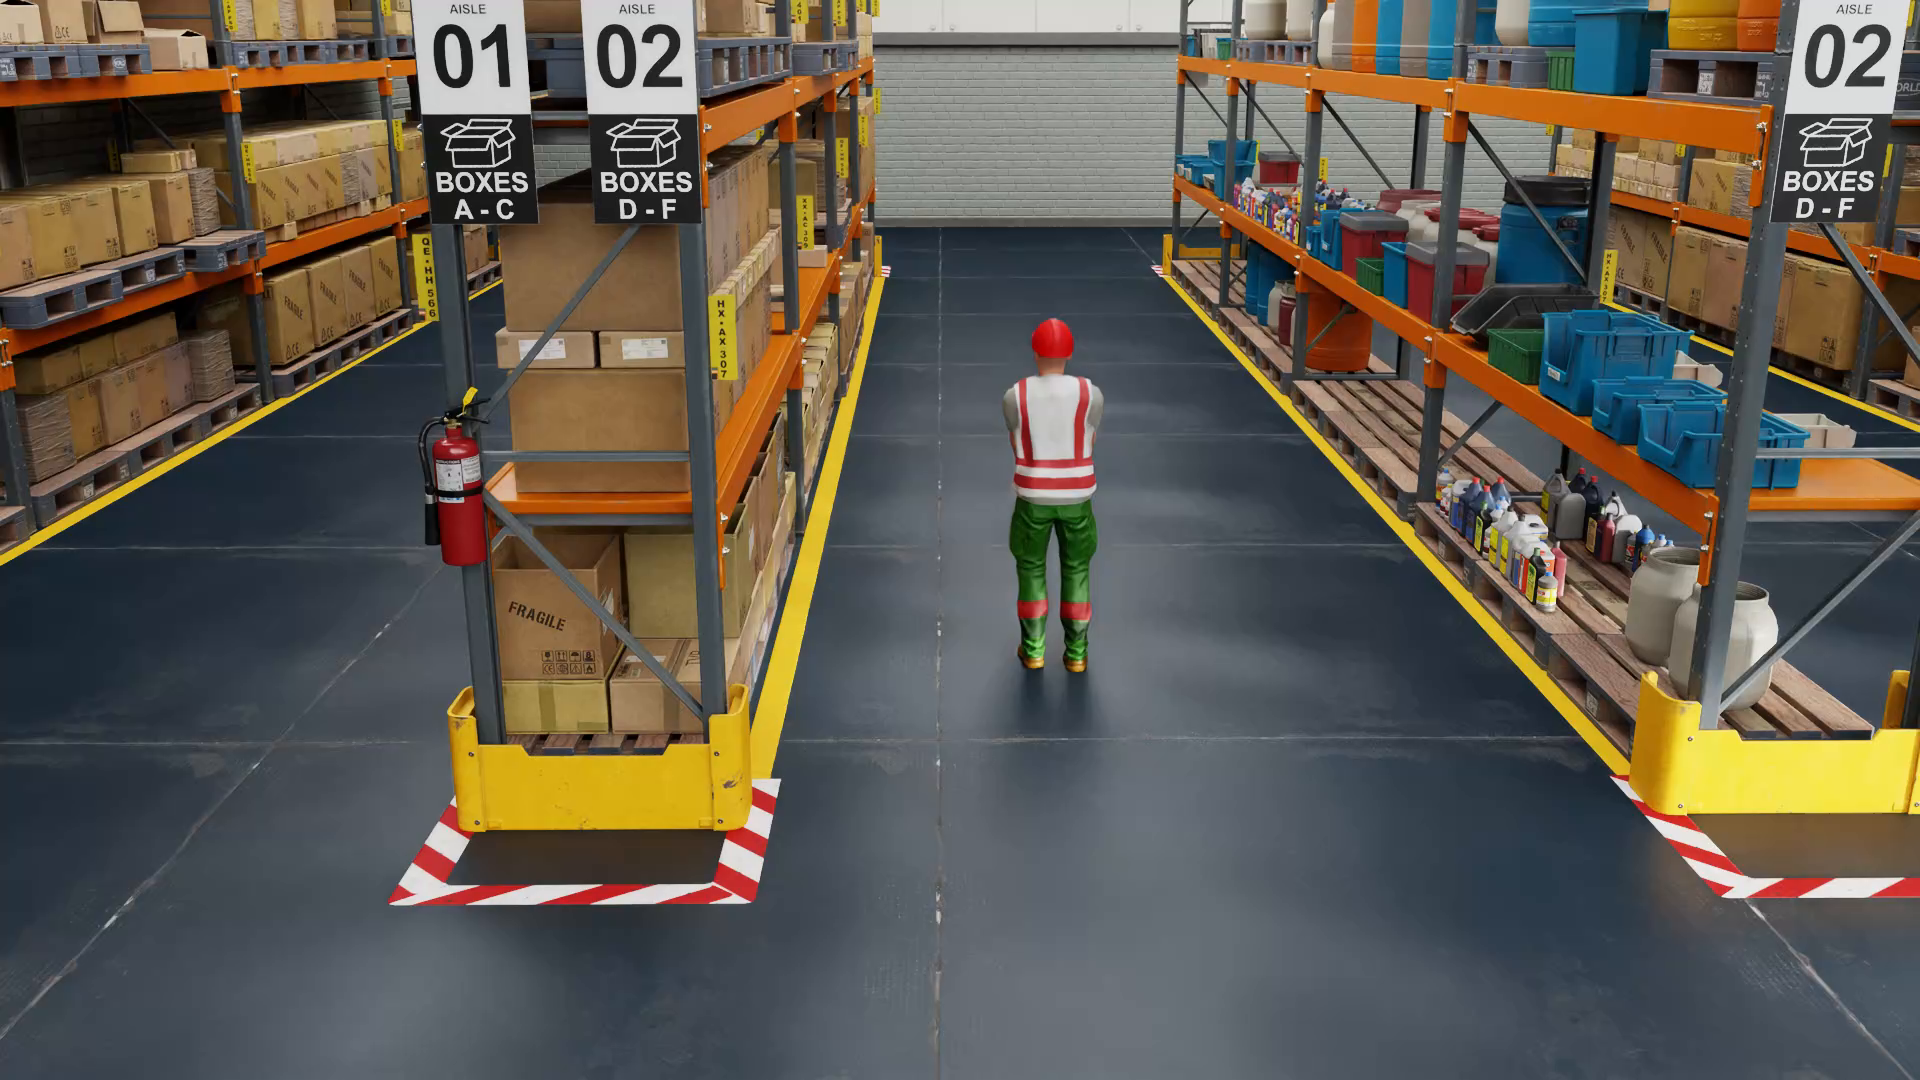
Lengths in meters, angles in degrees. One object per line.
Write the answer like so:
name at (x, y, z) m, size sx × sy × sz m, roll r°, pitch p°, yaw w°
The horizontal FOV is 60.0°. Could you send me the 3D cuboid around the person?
person at (0.451, -0.244, 8.308) m, size 0.494 × 1.784 × 0.556 m, roll 0°, pitch 17°, yaw 0°
